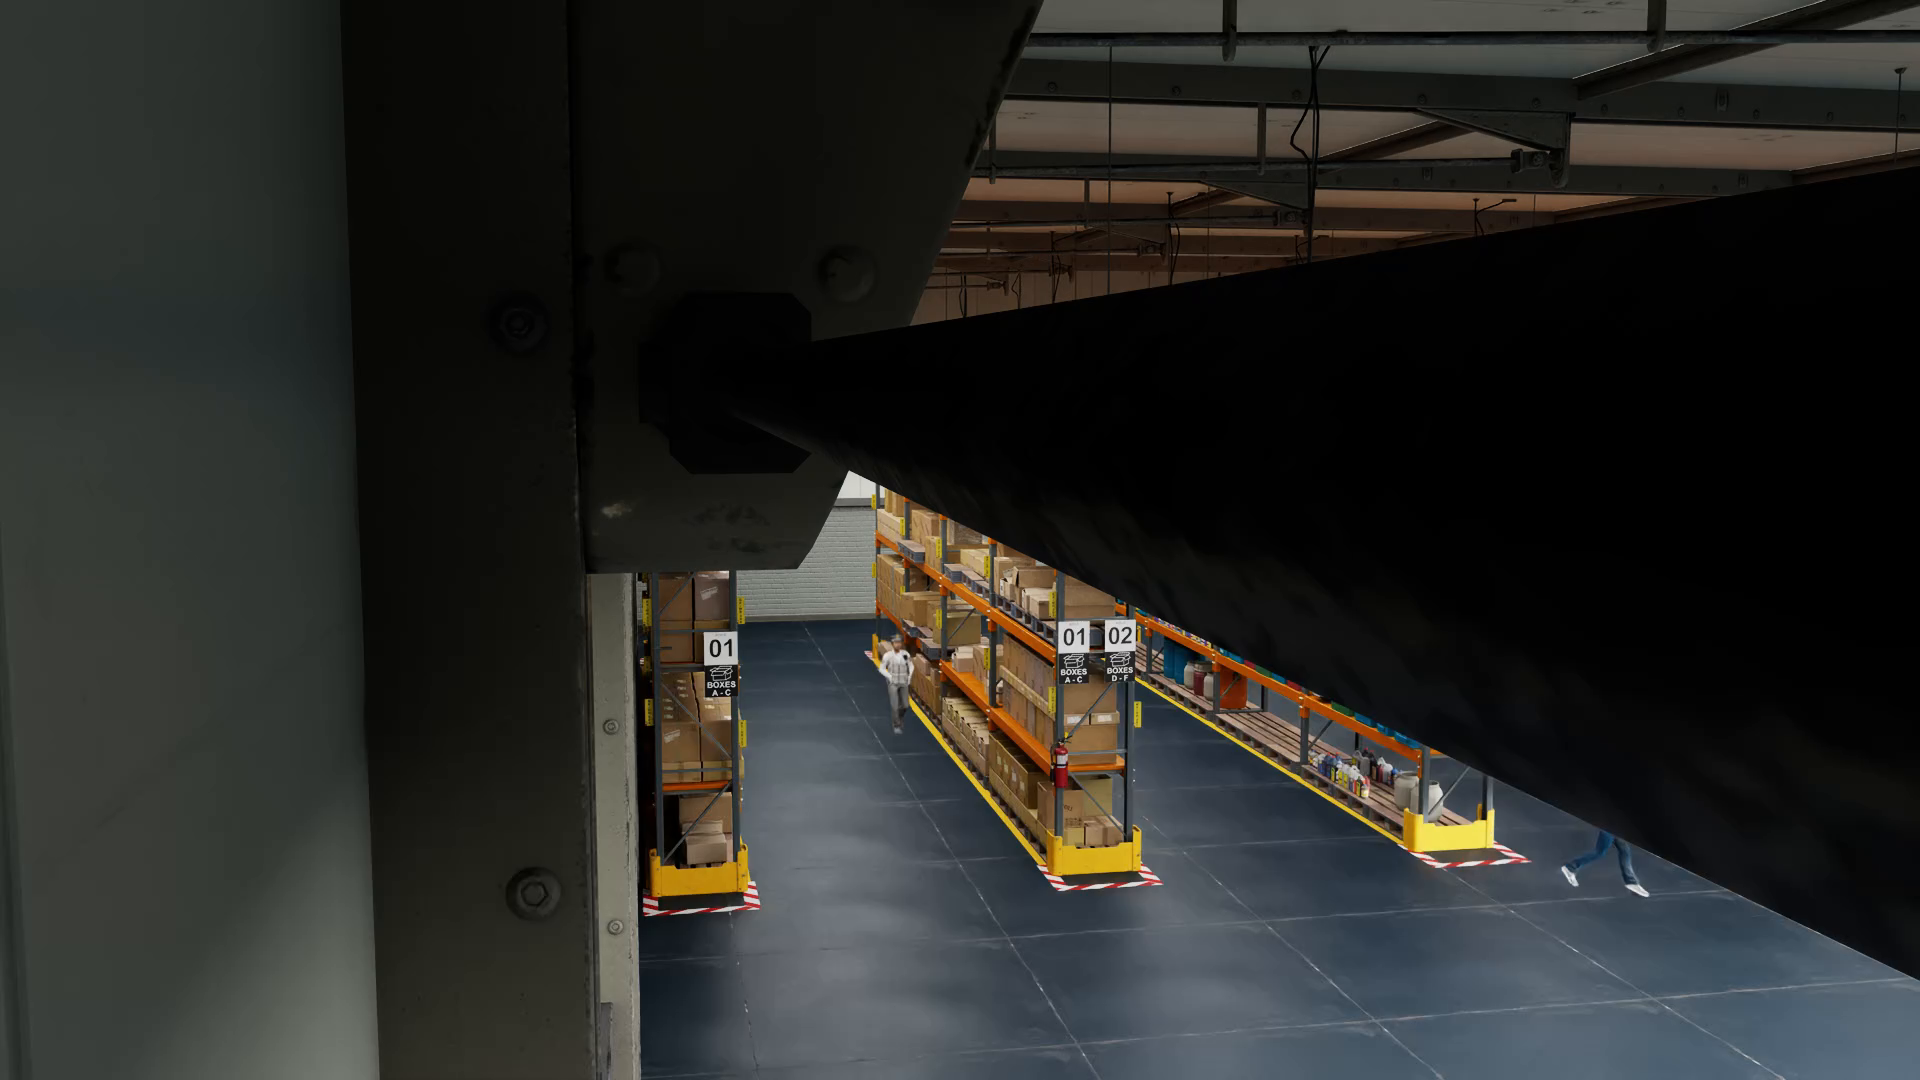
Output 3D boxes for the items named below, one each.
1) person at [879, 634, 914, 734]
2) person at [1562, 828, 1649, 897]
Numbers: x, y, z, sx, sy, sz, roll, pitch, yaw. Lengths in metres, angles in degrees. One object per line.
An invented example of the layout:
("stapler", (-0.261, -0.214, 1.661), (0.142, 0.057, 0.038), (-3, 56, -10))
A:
("person", (-1.023, 2.386, 27.565), (0.611, 1.661, 0.483), (-2, 6, -14))
("person", (7.811, 3.504, 20.090), (0.993, 1.529, 0.579), (2, 6, 14))
